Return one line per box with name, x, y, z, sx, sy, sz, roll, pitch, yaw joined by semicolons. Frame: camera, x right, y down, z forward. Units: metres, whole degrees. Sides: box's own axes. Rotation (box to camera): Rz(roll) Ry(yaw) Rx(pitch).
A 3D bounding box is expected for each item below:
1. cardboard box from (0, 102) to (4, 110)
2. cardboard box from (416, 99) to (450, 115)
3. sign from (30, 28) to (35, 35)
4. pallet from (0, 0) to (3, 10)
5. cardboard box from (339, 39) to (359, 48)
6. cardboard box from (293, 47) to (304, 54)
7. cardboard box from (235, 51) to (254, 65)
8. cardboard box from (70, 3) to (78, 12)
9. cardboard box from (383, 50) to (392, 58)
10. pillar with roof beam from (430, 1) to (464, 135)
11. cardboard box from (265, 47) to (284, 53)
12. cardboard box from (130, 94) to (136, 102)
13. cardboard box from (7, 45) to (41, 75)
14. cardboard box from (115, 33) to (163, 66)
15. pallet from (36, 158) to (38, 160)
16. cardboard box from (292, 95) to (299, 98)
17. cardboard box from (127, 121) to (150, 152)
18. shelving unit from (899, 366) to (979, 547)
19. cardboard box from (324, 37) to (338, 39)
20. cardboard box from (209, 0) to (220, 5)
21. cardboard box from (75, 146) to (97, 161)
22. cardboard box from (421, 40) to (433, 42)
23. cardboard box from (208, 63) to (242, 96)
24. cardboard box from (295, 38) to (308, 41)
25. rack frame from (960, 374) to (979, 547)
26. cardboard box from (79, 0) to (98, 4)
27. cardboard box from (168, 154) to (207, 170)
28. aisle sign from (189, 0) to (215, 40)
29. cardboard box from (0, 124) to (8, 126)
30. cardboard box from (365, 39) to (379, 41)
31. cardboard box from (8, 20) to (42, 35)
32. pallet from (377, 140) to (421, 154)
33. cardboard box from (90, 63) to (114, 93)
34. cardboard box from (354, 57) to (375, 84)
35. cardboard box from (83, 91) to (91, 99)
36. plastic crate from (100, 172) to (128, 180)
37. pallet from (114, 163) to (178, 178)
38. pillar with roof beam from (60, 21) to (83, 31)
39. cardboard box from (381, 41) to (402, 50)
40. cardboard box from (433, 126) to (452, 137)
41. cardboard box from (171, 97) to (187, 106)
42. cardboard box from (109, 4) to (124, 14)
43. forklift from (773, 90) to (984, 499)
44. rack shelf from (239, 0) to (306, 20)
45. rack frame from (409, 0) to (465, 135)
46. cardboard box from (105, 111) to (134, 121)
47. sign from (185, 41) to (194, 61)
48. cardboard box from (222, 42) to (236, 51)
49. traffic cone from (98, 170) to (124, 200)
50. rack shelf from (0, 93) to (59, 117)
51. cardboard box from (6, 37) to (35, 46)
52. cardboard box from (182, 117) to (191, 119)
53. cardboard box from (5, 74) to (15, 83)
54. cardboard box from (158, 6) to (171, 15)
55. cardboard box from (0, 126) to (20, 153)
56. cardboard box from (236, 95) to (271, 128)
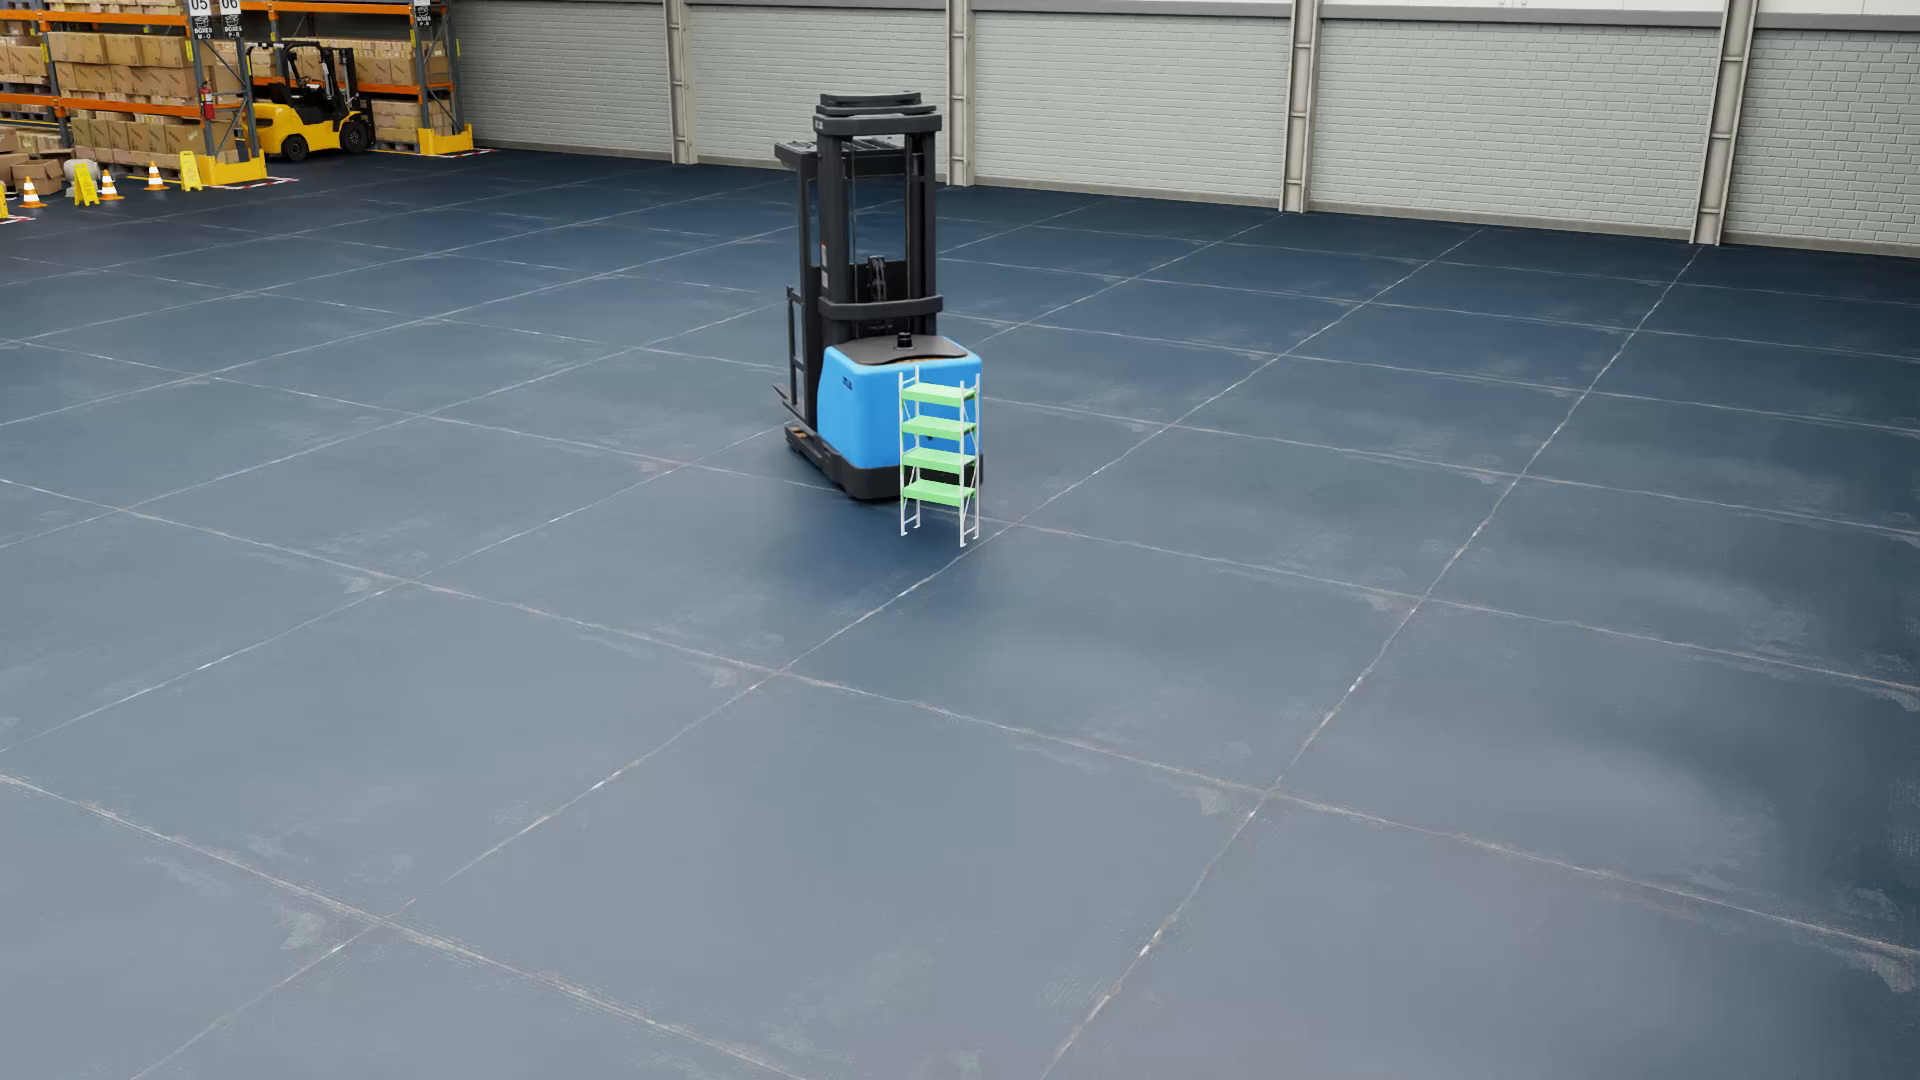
cardboard box;-22.637;-10.482;39.412;0.500;0.500;0.500;11;23;28
cardboard box;-10.623;-8.711;33.431;0.500;0.250;0.500;10;22;26
sign;-21.030;-11.440;37.734;0.005;0.325;0.100;11;23;27
pallet;-17.600;-10.015;30.951;1.003;0.211;1.213;11;23;27
cardboard box;-12.265;-9.989;33.470;0.250;0.149;0.380;11;23;28
cardboard box;-13.411;-10.043;34.056;0.250;0.149;0.380;11;23;29
cardboard box;-14.794;-10.119;34.848;0.500;0.250;0.500;10;22;26
cardboard box;-15.582;-9.486;29.586;0.250;0.149;0.380;11;23;27
cardboard box;-11.170;-9.621;32.892;0.250;0.149;0.380;11;23;28
pillar with roof beam;-12.564;-11.123;29.332;0.400;9.000;9.100;11;23;27
cardboard box;-14.195;-10.208;34.510;0.250;0.149;0.380;12;23;29
cardboard box;-14.469;-7.862;29.509;0.250;0.149;0.380;11;23;27
cardboard box;-17.154;-8.862;30.698;0.500;0.500;0.500;11;23;28
cardboard box;-14.200;-8.539;28.958;0.500;0.500;0.700;10;22;27
pallet;-17.955;-7.408;31.977;1.213;0.211;1.003;11;23;27
cardboard box;-13.519;-9.066;34.410;0.500;0.250;0.500;10;22;26
cardboard box;-14.435;-7.207;29.650;0.500;0.500;0.500;10;22;26
shelving unit;-0.145;-0.592;11.736;0.503;1.200;0.258;11;23;27
cardboard box;-12.926;-10.300;34.327;0.250;0.149;0.380;11;22;27
cardboard box;-13.023;-9.364;28.666;0.500;0.250;0.500;10;22;26
cardboard box;-15.822;-7.113;30.493;0.500;0.250;0.500;10;22;25
cardboard box;-10.687;-9.874;33.153;0.250;0.149;0.380;12;23;29
cardboard box;-12.992;-8.070;29.131;0.500;0.500;0.500;10;22;26
cardboard box;-13.374;-10.204;34.063;0.250;0.149;0.380;11;23;28
rack frame;0.069;-0.551;11.625;0.015;1.200;0.240;11;23;27
cardboard box;-15.069;-9.542;29.155;0.500;0.250;0.500;11;23;28
cardboard box;-13.572;-6.685;29.312;0.500;0.250;0.500;11;23;27
aisle sign;-12.801;-8.847;28.044;0.004;0.787;0.394;11;23;27
cardboard box;-19.209;-7.917;32.531;0.625;0.372;0.950;9;22;24
cardboard box;-11.822;-10.077;33.712;0.250;0.149;0.380;11;23;28
cardboard box;-21.943;-11.944;39.079;0.500;0.500;0.500;10;22;26
pallet;-10.984;-8.004;33.621;1.213;0.211;1.003;11;23;27
cardboard box;-15.076;-8.254;29.637;0.500;0.500;0.500;11;22;27
cardboard box;-11.750;-9.425;33.302;0.500;0.500;0.500;10;22;26
cardboard box;-15.595;-8.059;30.053;0.250;0.149;0.380;11;23;27
plastic crate;-15.235;-6.509;29.693;0.583;0.080;0.402;3;20;9
pallet;-14.533;-6.772;30.226;1.213;0.211;1.003;11;23;27
pillar with roof beam;-23.040;-13.118;34.833;0.400;9.000;9.100;11;23;27
cardboard box;-11.184;-9.756;32.827;0.250;0.149;0.380;11;23;28
cardboard box;-10.630;-8.245;33.612;0.500;0.250;0.500;11;23;28
cardboard box;-13.420;-7.611;28.817;0.250;0.149;0.380;10;22;27
cardboard box;-14.524;-9.232;28.887;0.250;0.149;0.380;10;22;27
forklift;-0.831;-2.151;13.496;1.130;2.935;3.031;-8;21;-20
rack shelf;-15.534;-11.270;35.191;4.000;0.370;1.077;11;23;27
rack frame;-10.296;-9.200;32.829;0.127;3.000;1.000;11;23;27
cardboard box;-15.056;-7.603;29.792;0.250;0.149;0.380;12;23;30
sign;-13.002;-8.253;28.056;0.005;0.325;0.100;11;23;27
cardboard box;-15.325;-10.412;35.071;0.250;0.149;0.380;11;23;28
traffic cone;-13.963;-5.830;27.258;0.334;0.463;0.336;11;23;27
rack shelf;-17.952;-8.381;31.627;4.000;0.370;1.077;11;23;27
cardboard box;-17.327;-9.196;30.669;0.250;0.149;0.380;10;22;26
cardboard box;-14.197;-7.371;30.103;0.500;0.500;0.500;11;23;28
cardboard box;-17.478;-8.592;30.906;0.250;0.149;0.380;11;23;28
cardboard box;-13.395;-9.021;28.306;0.250;0.149;0.380;11;23;28
cardboard box;-17.048;-7.033;29.410;0.500;0.500;0.500;11;23;27
cardboard box;-14.923;-9.161;35.588;0.625;0.625;0.875;11;22;27
